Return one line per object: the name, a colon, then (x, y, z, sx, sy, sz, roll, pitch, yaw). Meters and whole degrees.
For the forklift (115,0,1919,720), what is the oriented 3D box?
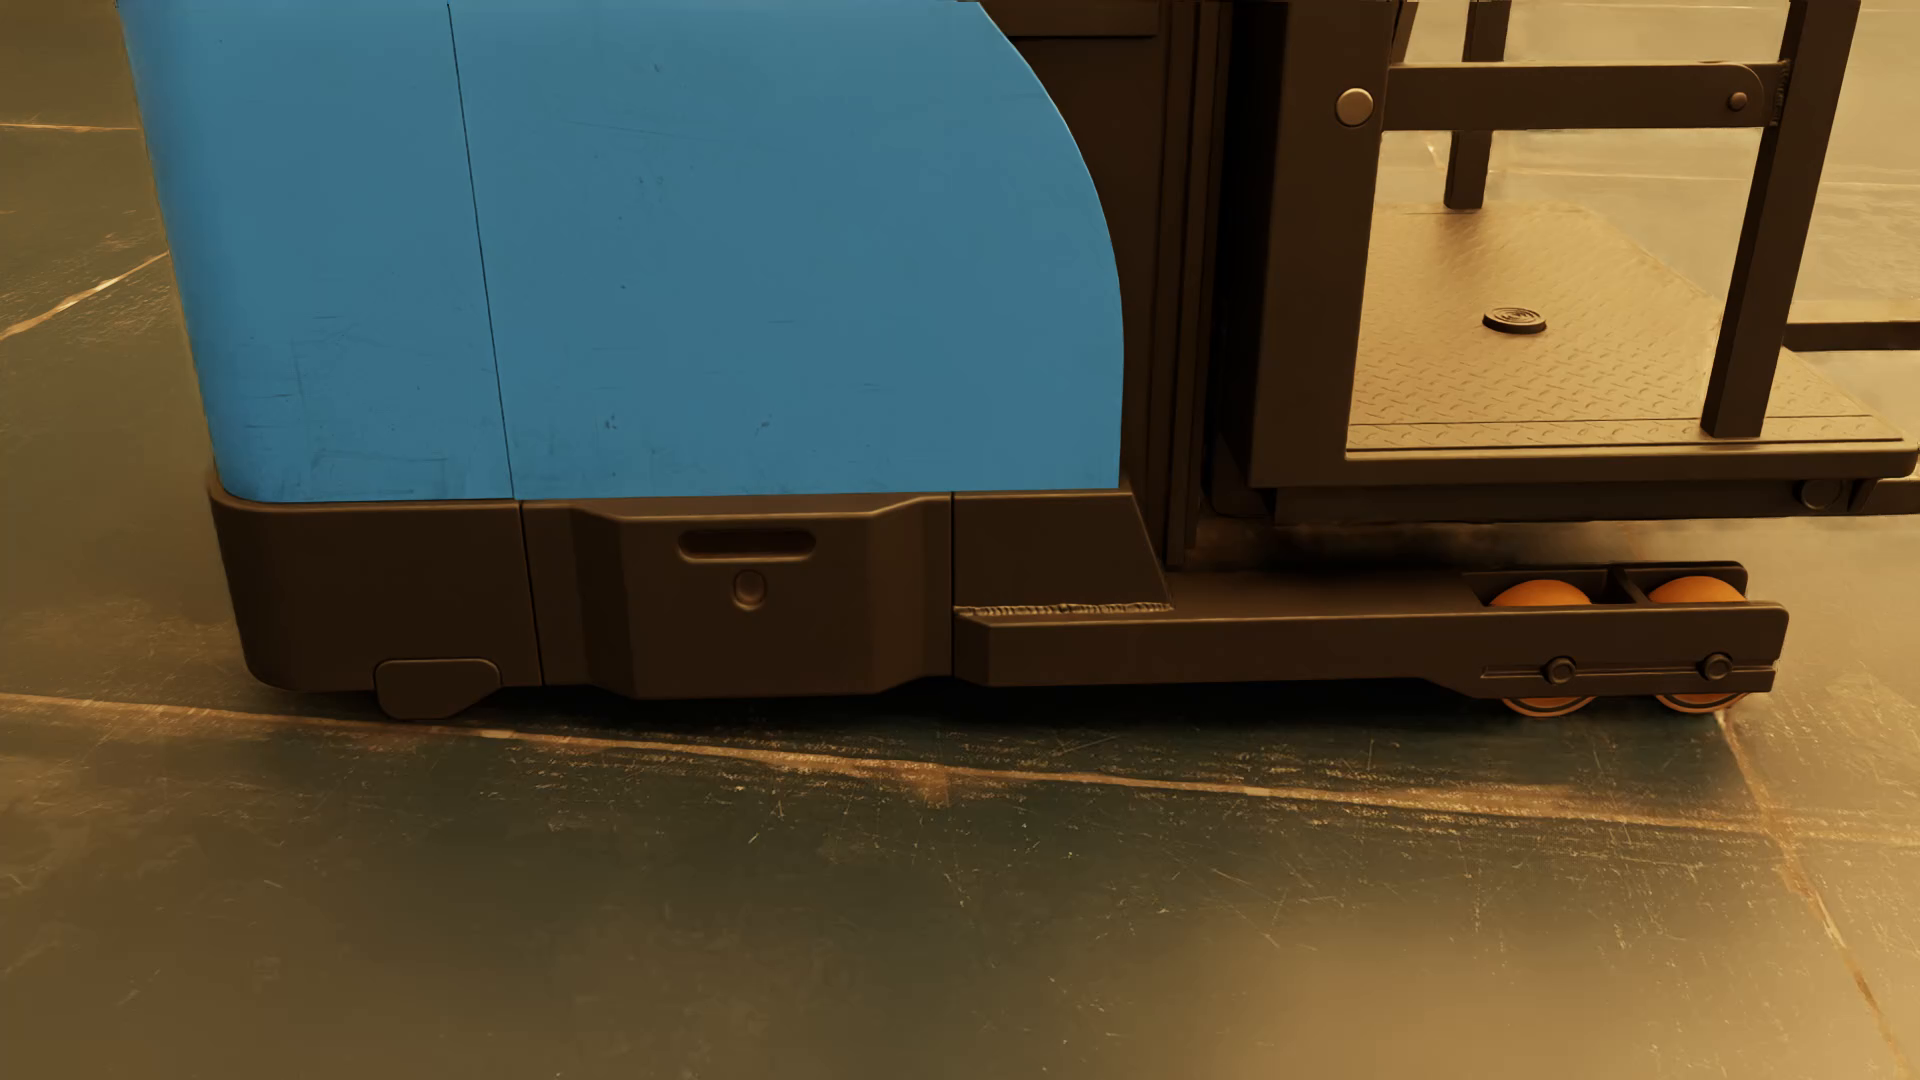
forklift: (0.612, -1.329, 1.881, 3.031, 2.935, 1.130, -1, 27, -2)
